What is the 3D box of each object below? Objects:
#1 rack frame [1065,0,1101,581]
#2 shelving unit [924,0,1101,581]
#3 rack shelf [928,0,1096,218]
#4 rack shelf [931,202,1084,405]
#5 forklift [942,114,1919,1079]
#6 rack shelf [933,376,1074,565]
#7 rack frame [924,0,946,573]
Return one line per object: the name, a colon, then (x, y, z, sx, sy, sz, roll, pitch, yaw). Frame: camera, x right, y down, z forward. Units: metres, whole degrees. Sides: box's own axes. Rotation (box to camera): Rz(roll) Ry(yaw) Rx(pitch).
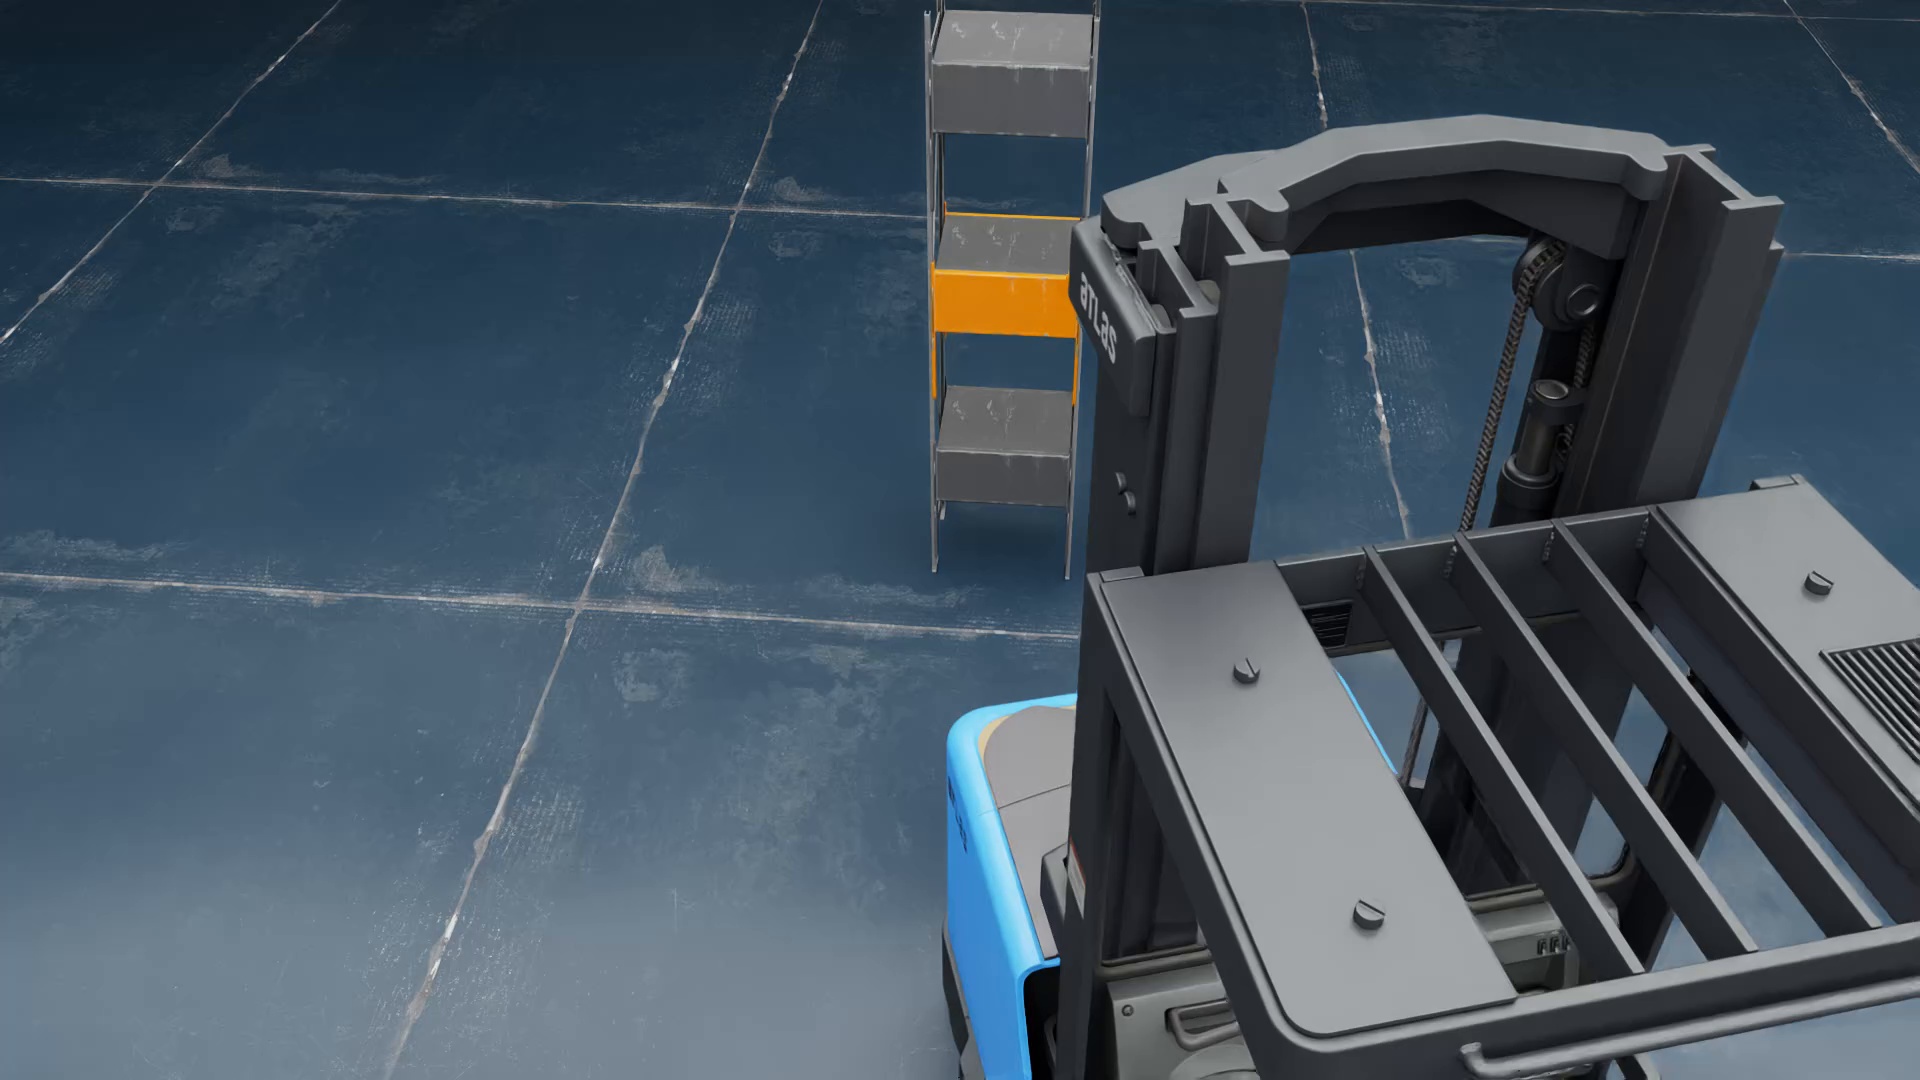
rack frame: (0.408, -0.792, 5.560, 0.015, 2.100, 0.400, 3, 39, 4)
shelving unit: (0.165, -0.805, 5.576, 0.503, 2.100, 0.431, 3, 39, 4)
rack shelf: (0.165, -1.338, 5.143, 0.480, 0.518, 0.431, 3, 39, 4)
rack shelf: (0.165, -0.795, 5.585, 0.480, 0.518, 0.431, 3, 39, 4)
forklift: (0.764, 0.958, 2.751, 1.130, 2.935, 3.031, -8, 40, -9)
rack shelf: (0.165, -0.252, 6.027, 0.480, 0.518, 0.431, 3, 39, 4)
rack frame: (-0.078, -0.819, 5.592, 0.015, 2.100, 0.400, 3, 39, 4)
